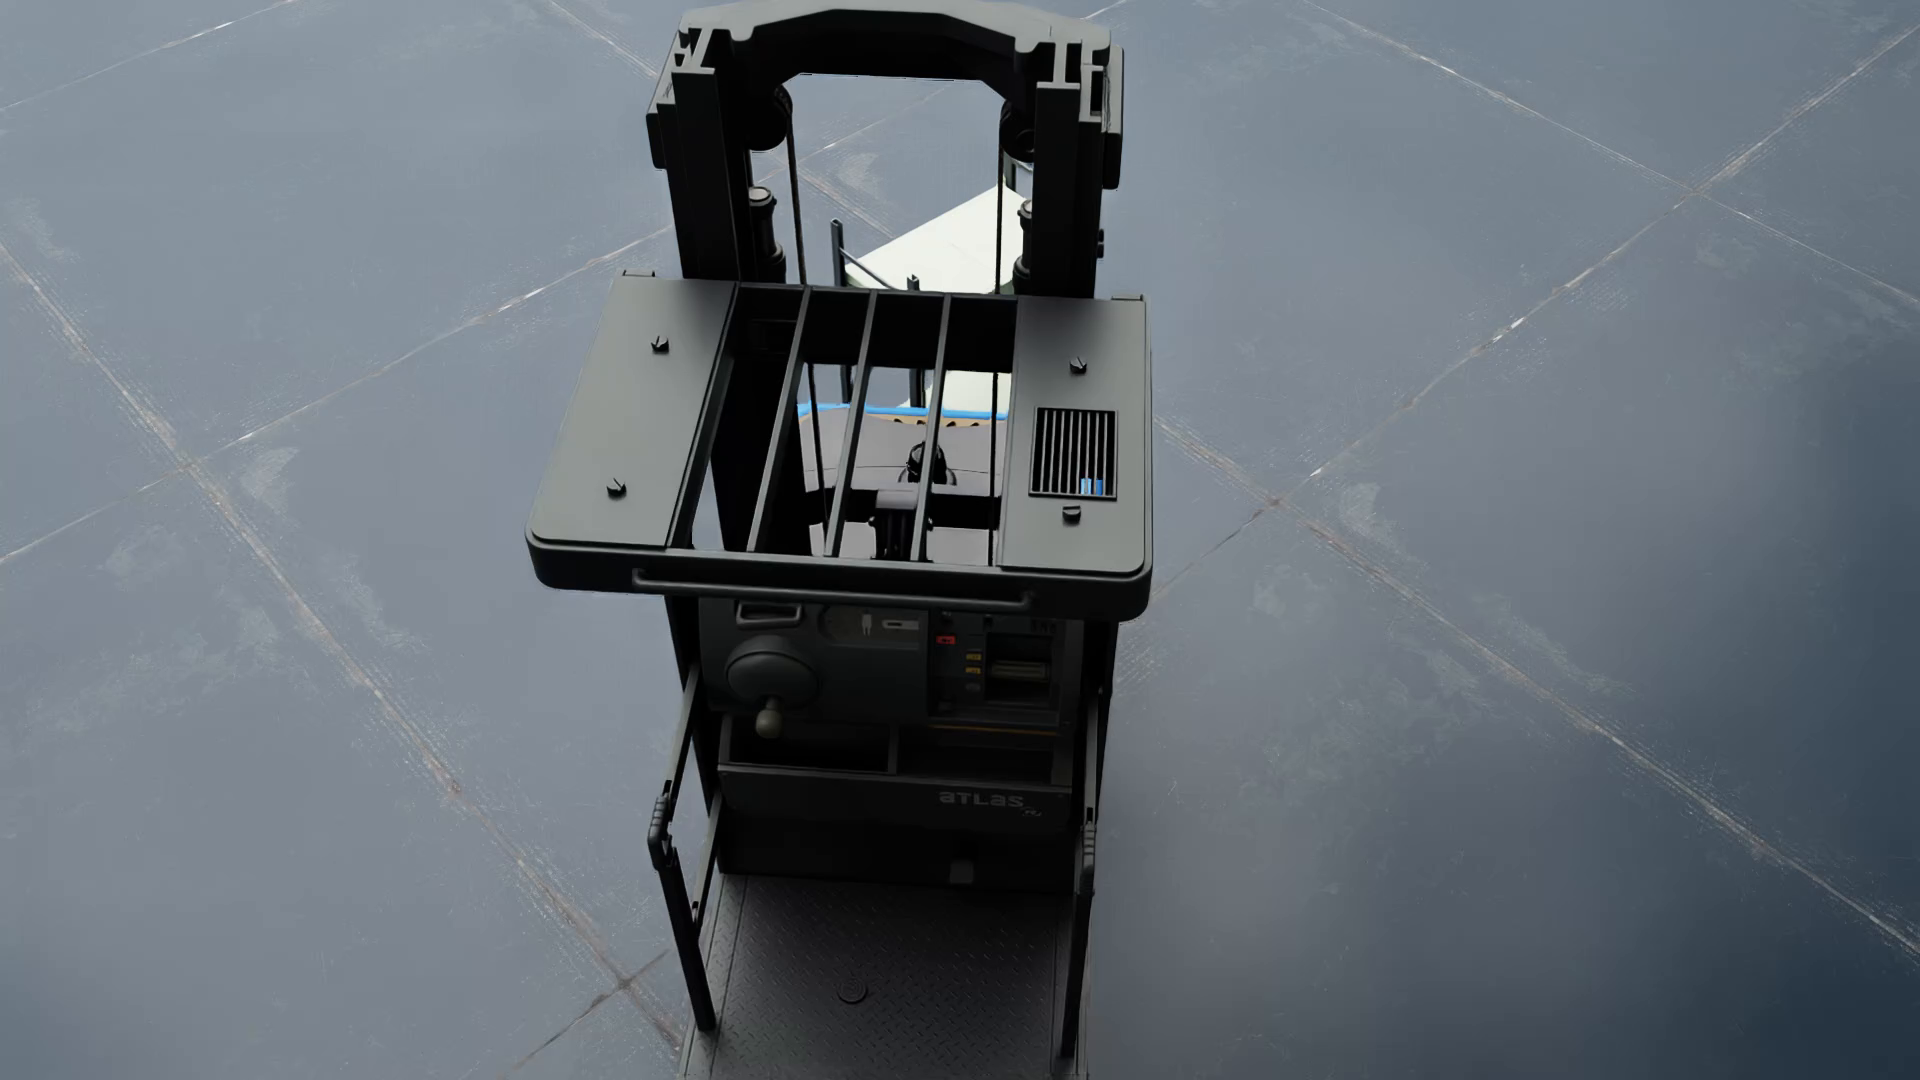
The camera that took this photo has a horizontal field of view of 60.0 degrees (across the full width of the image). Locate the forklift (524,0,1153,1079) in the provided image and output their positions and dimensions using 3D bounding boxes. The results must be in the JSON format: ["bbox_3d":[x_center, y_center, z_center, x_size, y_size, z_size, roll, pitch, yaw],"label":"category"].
[{"bbox_3d":[-0.182,0.400,3.886,1.130,2.935,3.031,3,47,3],"label":"forklift"}]

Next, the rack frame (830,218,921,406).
[{"bbox_3d":[-0.260,-0.369,5.570,0.023,1.500,0.400,-33,55,-27],"label":"rack frame"}]

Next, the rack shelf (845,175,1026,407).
[{"bbox_3d":[0.015,-0.812,5.448,0.720,0.370,0.431,-33,55,-27],"label":"rack shelf"}]

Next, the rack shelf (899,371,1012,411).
[{"bbox_3d":[0.015,-0.326,5.974,0.720,0.370,0.431,-33,55,-27],"label":"rack shelf"}]

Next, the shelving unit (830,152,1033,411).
[{"bbox_3d":[0.015,-0.547,5.735,0.755,1.500,0.431,-33,55,-27],"label":"shelving unit"}]

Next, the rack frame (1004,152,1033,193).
[{"bbox_3d":[0.289,-0.726,5.899,0.023,1.500,0.400,-33,55,-27],"label":"rack frame"}]
